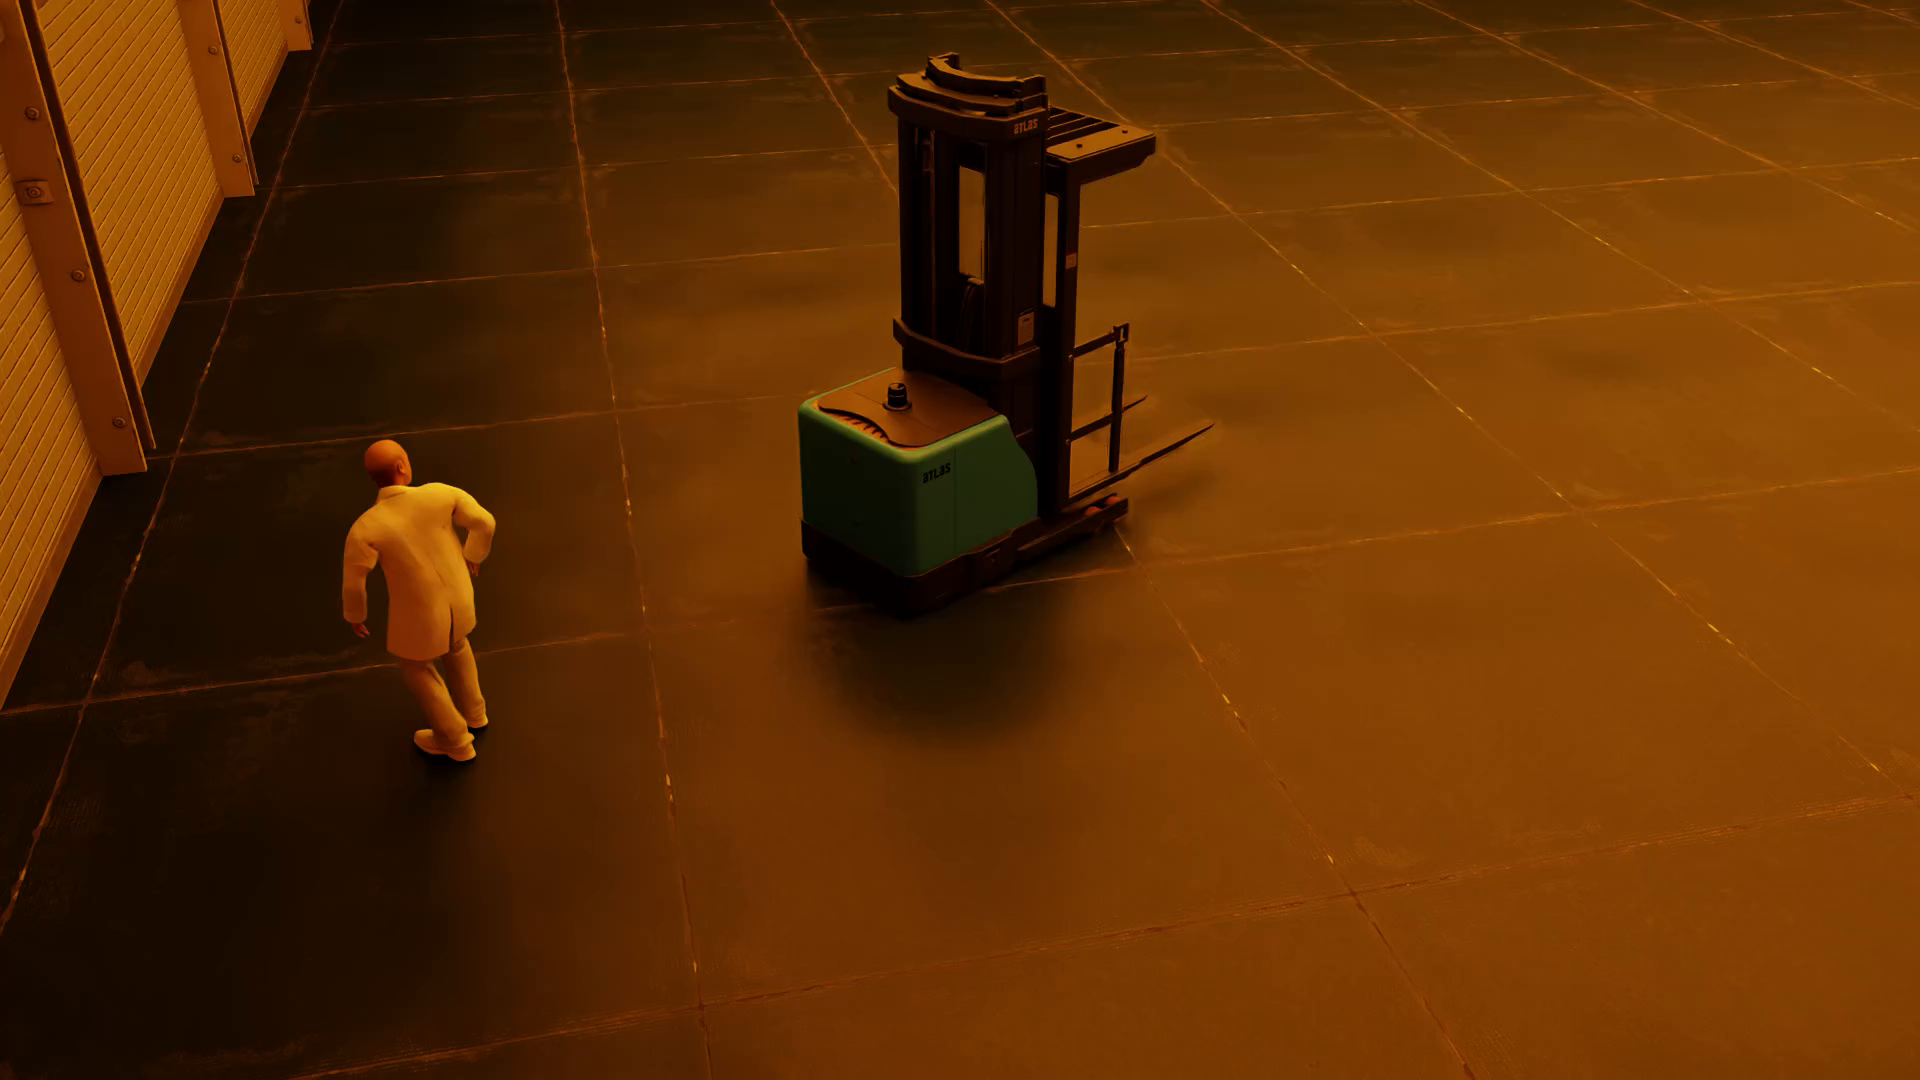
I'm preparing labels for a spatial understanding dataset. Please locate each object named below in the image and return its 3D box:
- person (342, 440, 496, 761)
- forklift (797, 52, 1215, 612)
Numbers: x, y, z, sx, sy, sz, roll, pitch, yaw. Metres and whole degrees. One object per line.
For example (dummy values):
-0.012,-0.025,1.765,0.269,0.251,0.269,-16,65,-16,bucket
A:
-2.705,0.285,8.267,0.554,1.752,0.794,24,37,35,person
0.439,-1.481,10.133,3.031,2.935,1.130,-26,39,-37,forklift
